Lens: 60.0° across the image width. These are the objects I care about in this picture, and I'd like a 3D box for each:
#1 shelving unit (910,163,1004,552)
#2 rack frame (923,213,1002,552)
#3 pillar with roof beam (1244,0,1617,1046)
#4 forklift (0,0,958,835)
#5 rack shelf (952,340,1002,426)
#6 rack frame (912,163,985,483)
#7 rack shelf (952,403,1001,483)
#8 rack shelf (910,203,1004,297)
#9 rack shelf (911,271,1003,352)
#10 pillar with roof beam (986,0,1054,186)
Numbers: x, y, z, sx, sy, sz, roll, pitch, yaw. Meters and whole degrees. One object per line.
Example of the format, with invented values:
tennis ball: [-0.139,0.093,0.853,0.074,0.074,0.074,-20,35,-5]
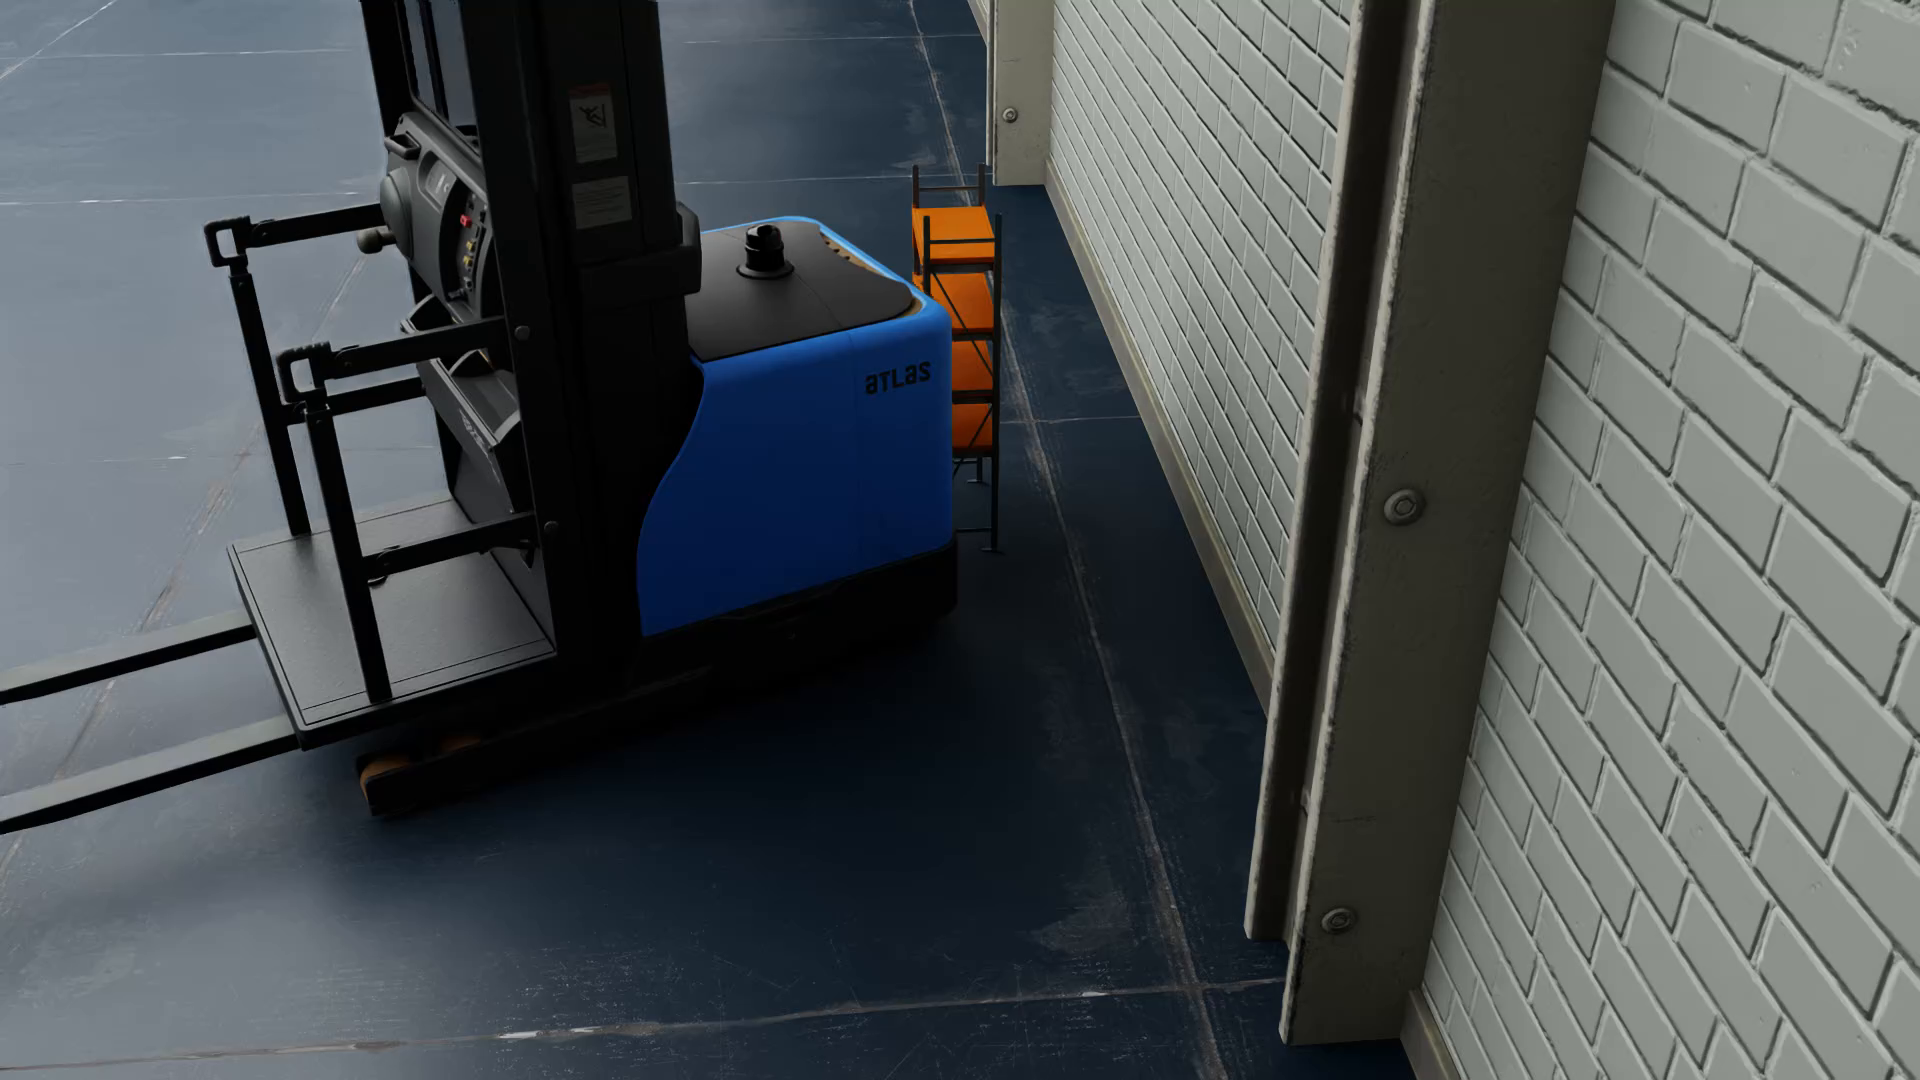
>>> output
shelving unit: [-0.015,-0.600,5.584,0.258,1.200,0.503,-3,31,-5]
rack frame: [0.007,-0.475,5.375,0.240,1.200,0.015,-3,31,-5]
pillar with roof beam: [-3.408,-2.607,1.339,9.100,9.000,0.400,-3,31,-5]
forklift: [-1.541,-0.825,4.272,3.031,2.935,1.130,-17,35,-26]
rack shelf: [-0.015,-0.542,5.618,0.258,0.148,0.480,-3,31,-5]
rack frame: [-0.038,-0.724,5.792,0.240,1.200,0.015,-3,31,-5]
rack shelf: [-0.015,-0.371,5.720,0.258,0.148,0.480,-3,31,-5]
rack shelf: [-0.016,-0.937,5.382,0.258,0.148,0.480,-3,31,-5]
rack shelf: [-0.016,-0.734,5.504,0.258,0.148,0.480,-3,31,-5]
pillar with roof beam: [-3.968,-5.670,6.467,9.100,9.000,0.400,-3,31,-5]
